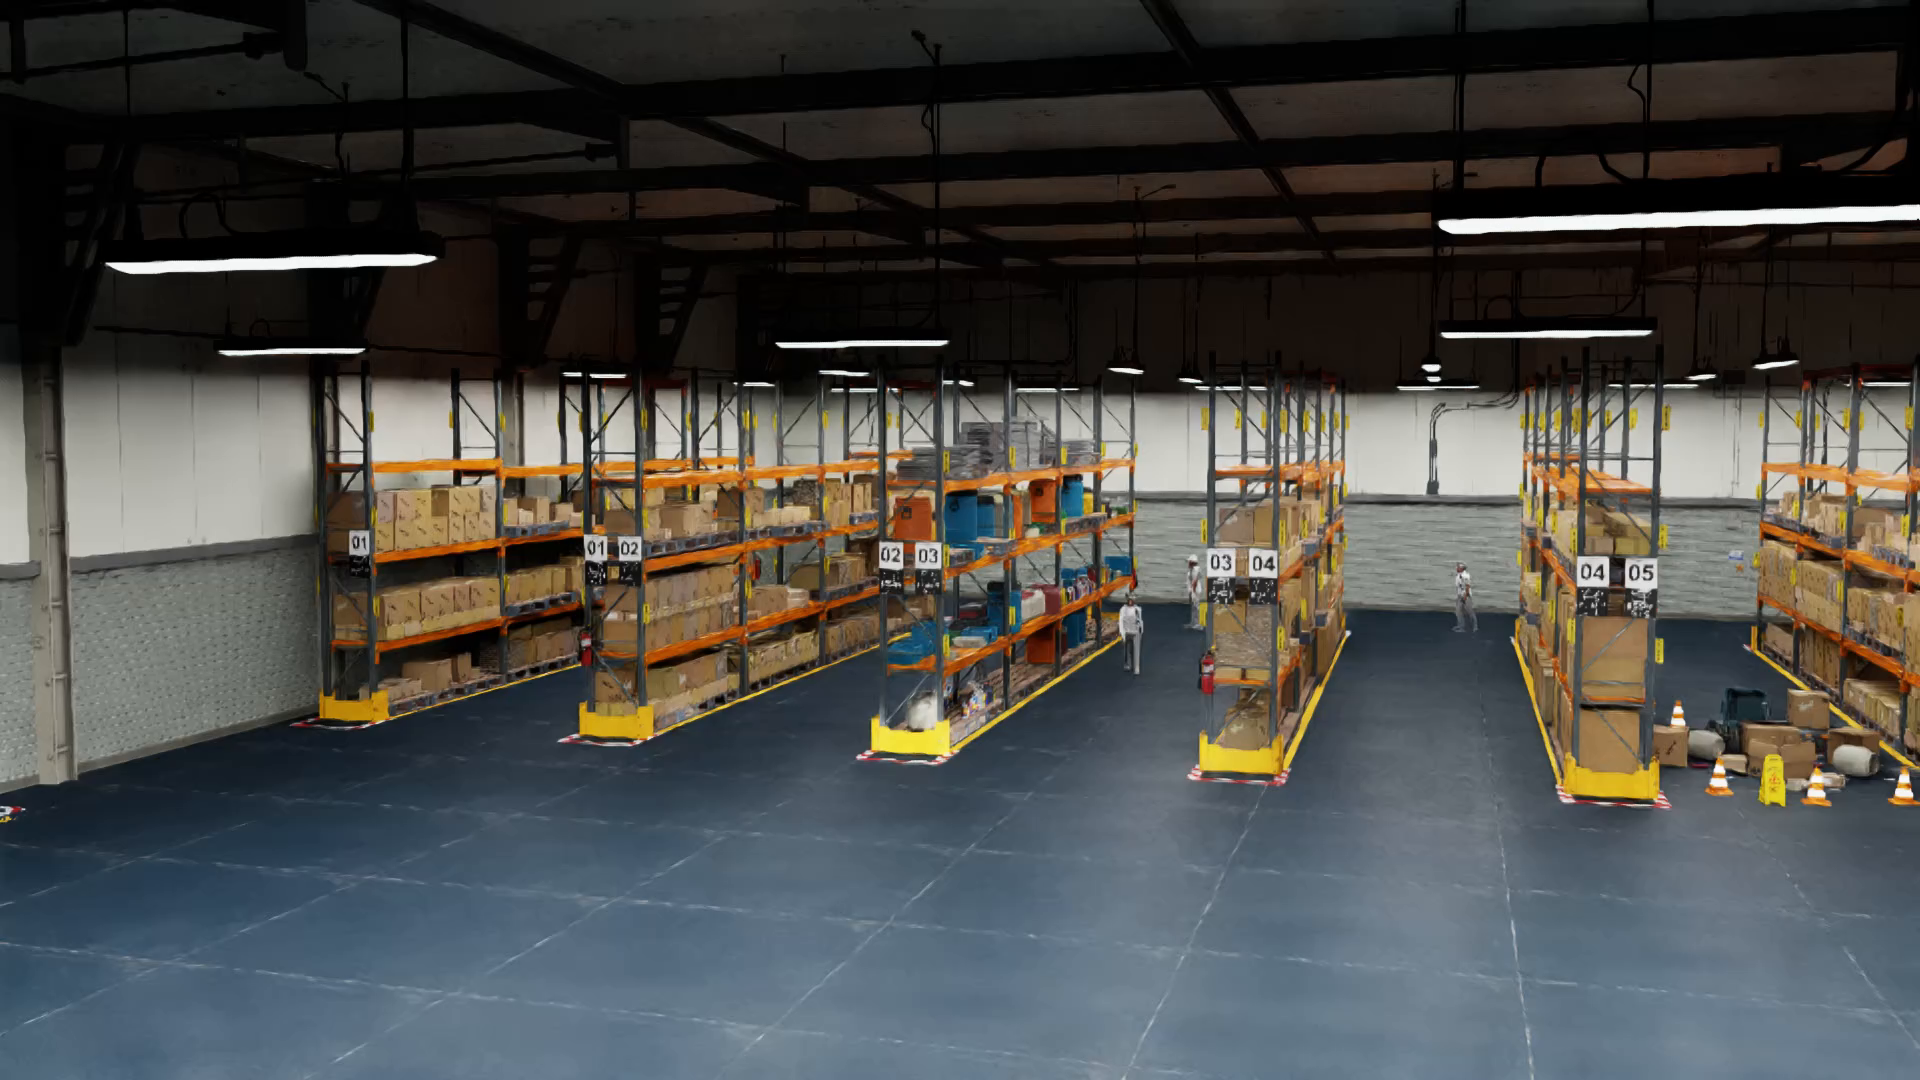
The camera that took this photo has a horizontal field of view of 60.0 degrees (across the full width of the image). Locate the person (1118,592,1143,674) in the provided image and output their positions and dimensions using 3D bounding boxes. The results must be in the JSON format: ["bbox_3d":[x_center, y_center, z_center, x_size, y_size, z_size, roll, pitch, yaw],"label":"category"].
[{"bbox_3d":[3.383,1.819,32.977,0.483,1.621,0.994,1,4,8],"label":"person"}]

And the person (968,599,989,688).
[{"bbox_3d":[0.325,1.845,29.947,0.524,1.588,0.604,2,5,26],"label":"person"}]

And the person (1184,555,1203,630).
[{"bbox_3d":[5.610,1.247,39.956,0.492,1.784,0.648,1,4,12],"label":"person"}]

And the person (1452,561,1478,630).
[{"bbox_3d":[12.107,1.336,39.776,0.598,1.654,0.505,-1,4,-16],"label":"person"}]
